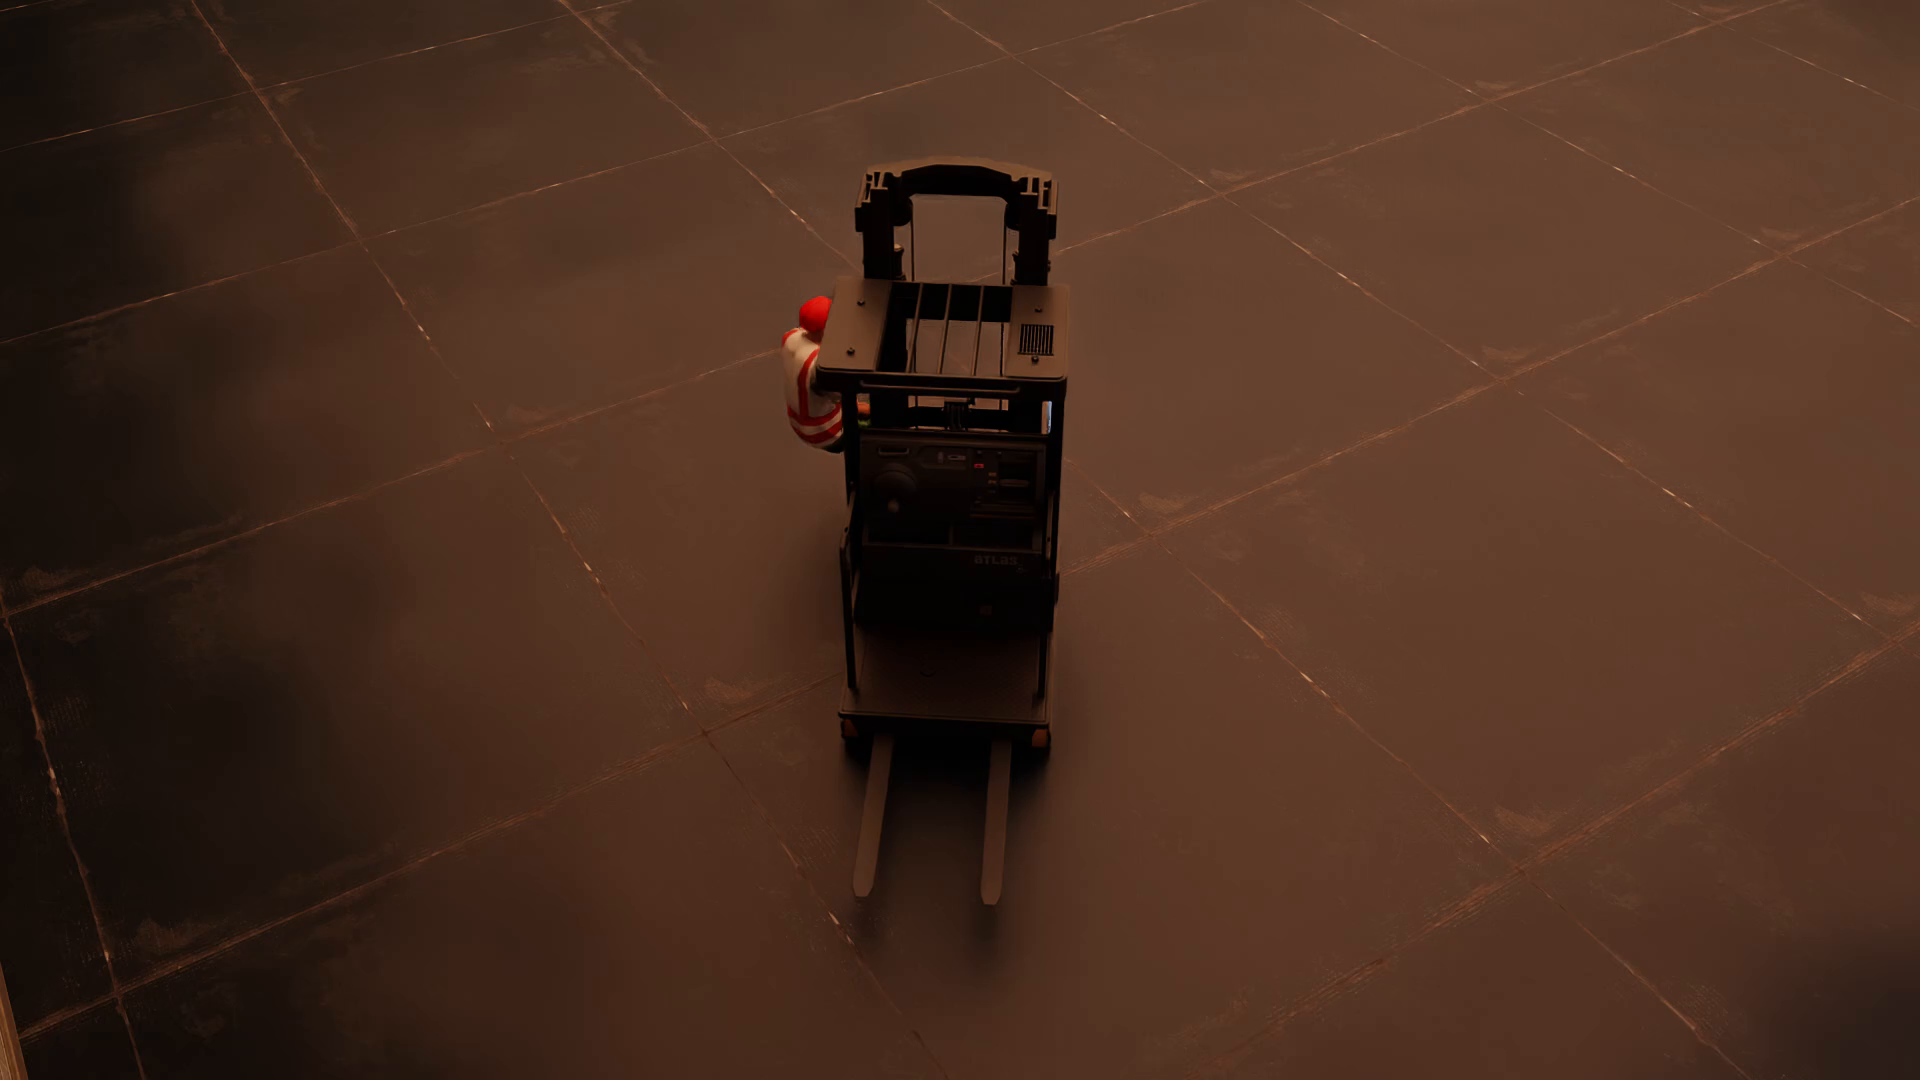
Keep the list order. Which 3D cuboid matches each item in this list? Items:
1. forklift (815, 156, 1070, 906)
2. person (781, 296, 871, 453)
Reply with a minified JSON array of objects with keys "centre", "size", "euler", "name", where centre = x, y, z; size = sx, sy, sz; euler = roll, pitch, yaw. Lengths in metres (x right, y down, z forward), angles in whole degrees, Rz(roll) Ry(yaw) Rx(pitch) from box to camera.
[{"centre":[-0.052,-0.230,8.134],"size":[1.130,2.935,3.031],"euler":[3,41,3],"name":"forklift"},{"centre":[-0.600,-0.835,9.911],"size":[0.882,1.547,0.817],"euler":[-24,47,-25],"name":"person"}]
